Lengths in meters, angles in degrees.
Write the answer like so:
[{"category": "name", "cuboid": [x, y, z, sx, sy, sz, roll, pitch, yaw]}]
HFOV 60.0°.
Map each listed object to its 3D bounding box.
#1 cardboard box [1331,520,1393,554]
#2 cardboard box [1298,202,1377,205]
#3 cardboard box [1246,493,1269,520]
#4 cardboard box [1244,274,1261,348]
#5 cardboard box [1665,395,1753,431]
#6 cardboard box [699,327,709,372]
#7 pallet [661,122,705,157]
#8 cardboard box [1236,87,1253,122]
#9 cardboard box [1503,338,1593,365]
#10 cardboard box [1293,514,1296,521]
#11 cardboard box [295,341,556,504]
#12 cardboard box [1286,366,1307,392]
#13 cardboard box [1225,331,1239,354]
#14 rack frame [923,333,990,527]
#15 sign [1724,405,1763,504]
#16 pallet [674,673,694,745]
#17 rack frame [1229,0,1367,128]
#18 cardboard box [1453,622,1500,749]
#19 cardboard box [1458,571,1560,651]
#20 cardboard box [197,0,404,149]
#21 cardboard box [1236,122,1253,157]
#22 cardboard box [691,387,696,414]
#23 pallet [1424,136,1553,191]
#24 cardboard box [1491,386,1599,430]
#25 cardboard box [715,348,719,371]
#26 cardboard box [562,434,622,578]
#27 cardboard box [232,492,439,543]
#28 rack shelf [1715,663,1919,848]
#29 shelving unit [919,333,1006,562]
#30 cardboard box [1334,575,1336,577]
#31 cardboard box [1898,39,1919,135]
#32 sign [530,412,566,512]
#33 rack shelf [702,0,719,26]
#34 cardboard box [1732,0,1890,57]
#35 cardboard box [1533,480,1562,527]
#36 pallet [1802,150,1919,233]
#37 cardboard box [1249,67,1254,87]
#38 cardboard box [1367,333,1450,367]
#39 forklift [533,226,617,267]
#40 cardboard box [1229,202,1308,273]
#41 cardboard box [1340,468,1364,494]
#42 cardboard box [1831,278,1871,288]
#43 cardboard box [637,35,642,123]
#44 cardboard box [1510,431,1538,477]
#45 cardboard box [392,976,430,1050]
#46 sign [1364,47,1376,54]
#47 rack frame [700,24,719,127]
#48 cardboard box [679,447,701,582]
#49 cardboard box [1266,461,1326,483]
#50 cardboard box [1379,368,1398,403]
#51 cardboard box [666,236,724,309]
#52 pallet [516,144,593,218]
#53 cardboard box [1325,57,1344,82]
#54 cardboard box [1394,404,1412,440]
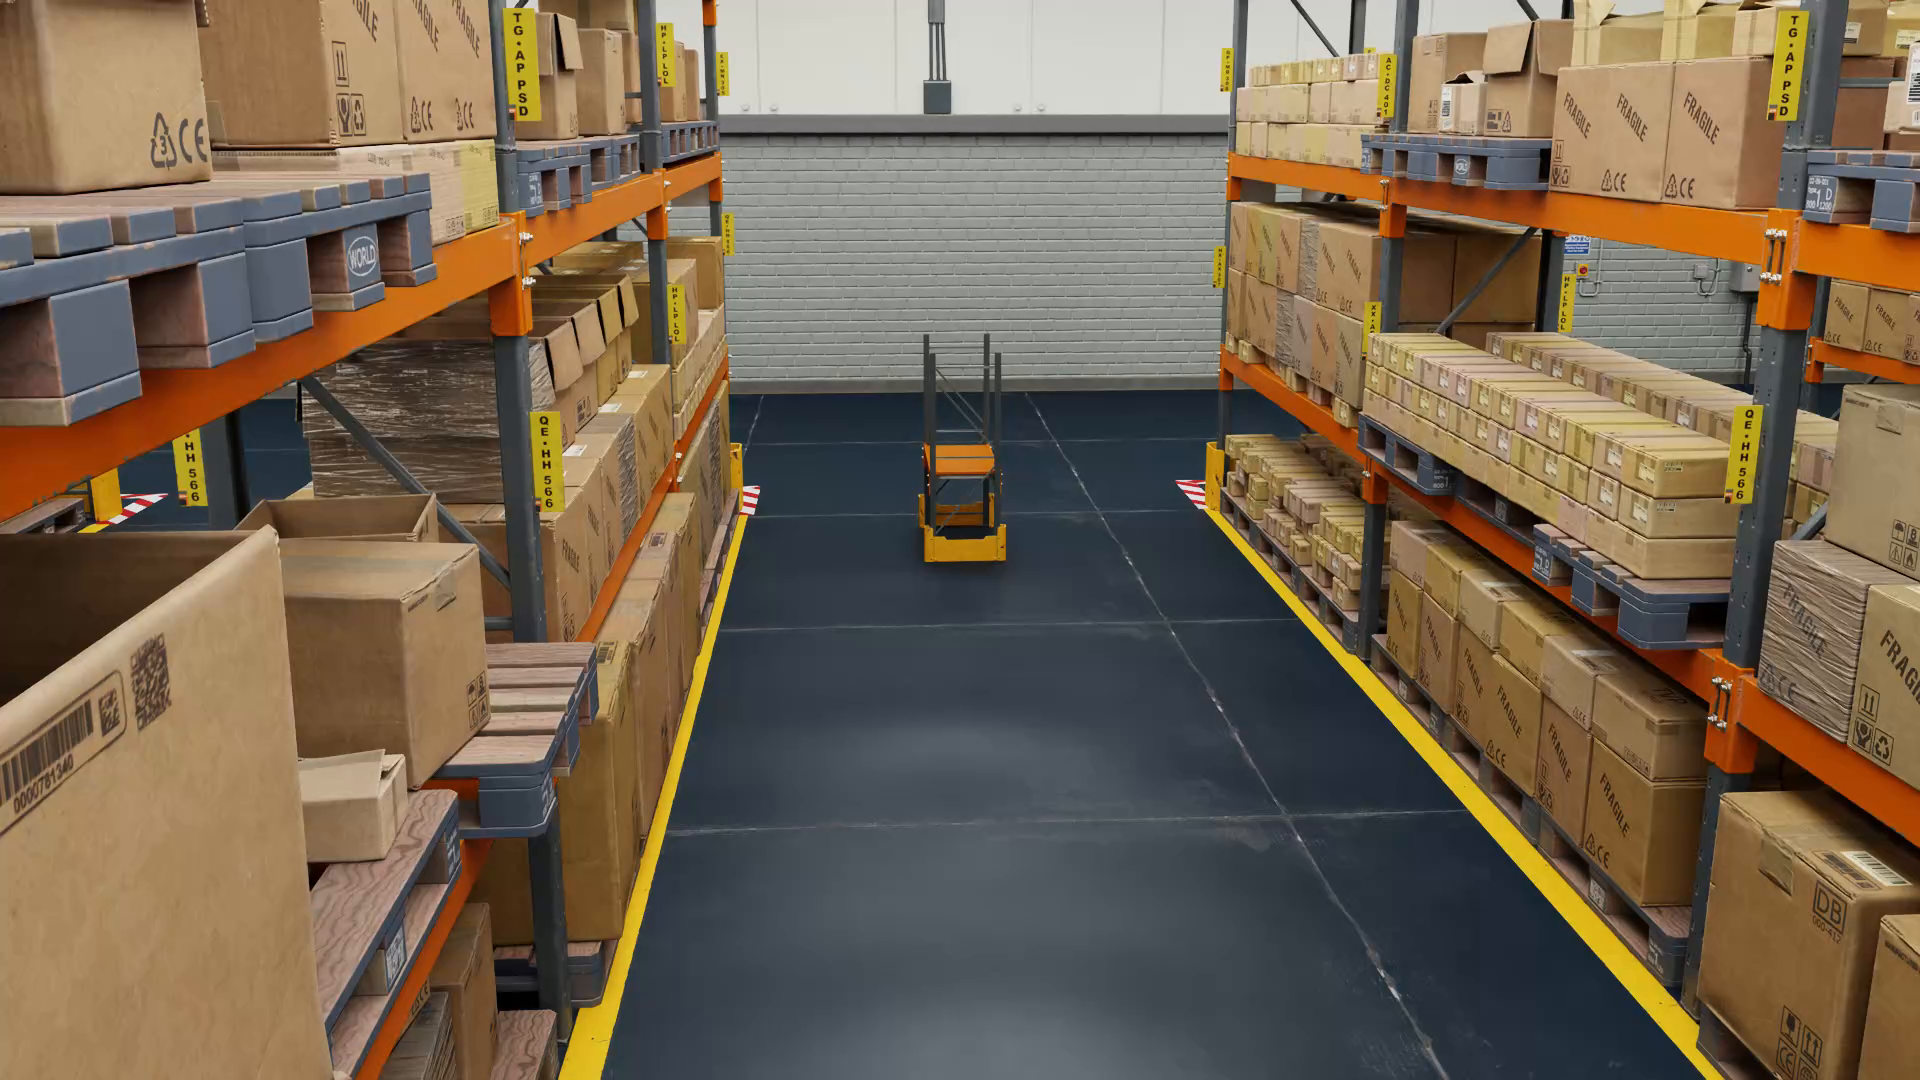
[{"category": "cardboard box", "cuboid": [2.513, -0.019, 10.264, 0.380, 0.149, 0.250, -1, 14, -3]}, {"category": "cardboard box", "cuboid": [2.879, -2.322, 12.728, 0.500, 0.500, 0.500, -1, 14, -5]}, {"category": "cardboard box", "cuboid": [2.342, -0.252, 12.365, 0.380, 0.149, 0.250, -1, 14, -3]}, {"category": "cardboard box", "cuboid": [2.413, -1.699, 12.313, 0.500, 0.500, 0.500, -1, 14, -3]}, {"category": "cardboard box", "cuboid": [3.198, -0.515, 6.974, 0.380, 0.149, 0.250, 0, 14, -1]}, {"category": "cardboard box", "cuboid": [-1.961, -1.277, 11.173, 0.500, 0.250, 0.500, -1, 14, -3]}, {"category": "pallet", "cuboid": [-2.219, -2.625, 10.868, 1.003, 0.211, 1.213, -1, 14, -3]}, {"category": "cardboard box", "cuboid": [2.371, -3.262, 12.462, 0.500, 0.250, 0.500, -1, 14, -3]}, {"category": "cardboard box", "cuboid": [3.087, -0.967, 8.731, 0.380, 0.149, 0.250, -1, 14, -5]}, {"category": "cardboard box", "cuboid": [2.526, -0.195, 11.547, 0.380, 0.149, 0.250, 0, 14, -1]}, {"category": "cardboard box", "cuboid": [-1.888, -0.431, 5.967, 0.797, 0.503, 0.637, 0, 14, -2]}, {"category": "cardboard box", "cuboid": [2.430, -1.094, 11.263, 0.380, 0.149, 0.250, -1, 14, -2]}, {"category": "cardboard box", "cuboid": [2.295, -1.548, 13.028, 0.380, 0.149, 0.250, -1, 14, -4]}, {"category": "rack frame", "cuboid": [-0.026, -0.832, 12.748, 0.500, 1.500, 0.032, -1, 14, -3]}, {"category": "sign", "cuboid": [2.557, -0.277, 5.420, 0.100, 0.325, 0.005, -1, 14, -3]}, {"category": "pallet", "cuboid": [-1.984, 0.832, 8.869, 1.003, 0.211, 1.213, -1, 14, -3]}, {"category": "rack frame", "cuboid": [2.602, -4.661, 12.581, 1.000, 3.000, 0.127, -1, 14, -3]}, {"category": "cardboard box", "cuboid": [2.712, 0.696, 7.975, 0.500, 0.500, 0.500, -1, 14, -2]}, {"category": "cardboard box", "cuboid": [2.695, 0.331, 7.890, 0.500, 0.250, 0.500, 0, 14, -1]}, {"category": "cardboard box", "cuboid": [-1.522, -1.092, 3.527, 0.500, 0.500, 0.500, -1, 14, -2]}, {"category": "cardboard box", "cuboid": [2.375, -3.020, 12.525, 0.500, 0.250, 0.500, 0, 14, -1]}, {"category": "cardboard box", "cuboid": [-1.844, -0.862, 10.363, 0.380, 0.149, 0.250, -1, 14, -5]}, {"category": "pallet", "cuboid": [2.849, -1.709, 7.507, 1.213, 0.211, 1.003, -1, 14, -3]}, {"category": "cardboard box", "cuboid": [2.532, -0.572, 7.197, 0.380, 0.149, 0.250, 0, 14, -1]}, {"category": "cardboard box", "cuboid": [-1.957, -1.309, 12.100, 0.380, 0.149, 0.250, -1, 14, -2]}, {"category": "cardboard box", "cuboid": [-1.687, -0.143, 6.863, 0.500, 0.500, 0.500, -1, 14, -4]}, {"category": "cardboard box", "cuboid": [-1.785, 0.168, 4.812, 0.500, 0.500, 0.500, -3, 15, -10]}, {"category": "rack shelf", "cuboid": [3.222, 1.080, 3.753, 1.077, 0.370, 4.000, -1, 14, -3]}, {"category": "shelving unit", "cuboid": [0.005, -0.707, 12.266, 0.587, 1.500, 1.083, -1, 14, -3]}, {"category": "cardboard box", "cuboid": [2.553, 0.259, 10.380, 0.380, 0.149, 0.250, 0, 14, -2]}, {"category": "cardboard box", "cuboid": [2.923, -1.244, 4.456, 0.500, 0.311, 0.500, -1, 14, -3]}, {"category": "sign", "cuboid": [-1.318, -0.247, 5.304, 0.100, 0.325, 0.005, -1, 14, -3]}, {"category": "rack shelf", "cuboid": [-2.230, -3.570, 10.588, 1.077, 0.370, 4.000, -1, 14, -3]}, {"category": "cardboard box", "cuboid": [2.814, -1.734, 5.490, 0.396, 0.266, 0.258, -1, 14, -3]}, {"category": "cardboard box", "cuboid": [2.567, -0.151, 6.754, 0.380, 0.149, 0.250, -1, 14, -4]}, {"category": "pallet", "cuboid": [3.191, -0.968, 4.627, 1.213, 0.211, 1.003, 0, 14, -1]}, {"category": "cardboard box", "cuboid": [2.395, -3.487, 12.535, 0.380, 0.149, 0.250, -1, 14, -4]}, {"category": "cardboard box", "cuboid": [2.415, -1.025, 8.959, 0.380, 0.149, 0.250, 0, 14, -1]}, {"category": "forklift", "cuboid": [-3.779, -2.035, 14.552, 3.031, 2.935, 1.130, -8, 16, -27]}, {"category": "cardboard box", "cuboid": [2.365, -2.316, 12.705, 0.500, 0.500, 0.500, -1, 14, -4]}, {"category": "cardboard box", "cuboid": [2.920, -0.414, 11.800, 0.380, 0.149, 0.250, -1, 14, -5]}, {"category": "cardboard box", "cuboid": [7.282, -2.266, 13.106, 0.500, 0.500, 0.500, -1, 14, -5]}, {"category": "cardboard box", "cuboid": [-2.244, -2.790, 10.085, 0.700, 0.500, 0.500, 0, 14, -1]}, {"category": "cardboard box", "cuboid": [2.548, -0.363, 6.983, 0.380, 0.149, 0.250, -1, 14, -4]}, {"category": "cardboard box", "cuboid": [-1.744, 1.218, 4.402, 0.500, 0.250, 0.500, 1, 14, 3]}, {"category": "sign", "cuboid": [3.157, -3.640, 12.859, 0.100, 0.325, 0.005, -1, 14, -3]}, {"category": "rack frame", "cuboid": [-2.354, -4.609, 12.382, 1.000, 3.000, 0.127, -1, 14, -3]}, {"category": "cardboard box", "cuboid": [-2.068, -0.049, 10.118, 0.875, 0.875, 0.875, -1, 14, -3]}, {"category": "cardboard box", "cuboid": [2.426, -0.470, 12.017, 0.380, 0.149, 0.250, 0, 14, -1]}, {"category": "cardboard box", "cuboid": [2.434, -0.817, 8.746, 0.380, 0.149, 0.250, -1, 14, -5]}, {"category": "cardboard box", "cuboid": [-2.062, -2.021, 12.562, 0.500, 0.500, 0.500, -1, 14, -3]}, {"category": "pallet", "cuboid": [-1.952, -1.235, 5.665, 1.213, 0.211, 1.003, 0, 14, -1]}, {"category": "cardboard box", "cuboid": [2.485, -2.909, 10.289, 0.380, 0.149, 0.250, -1, 15, -6]}, {"category": "cardboard box", "cuboid": [2.450, -0.606, 8.524, 0.380, 0.149, 0.250, -1, 14, -3]}]
